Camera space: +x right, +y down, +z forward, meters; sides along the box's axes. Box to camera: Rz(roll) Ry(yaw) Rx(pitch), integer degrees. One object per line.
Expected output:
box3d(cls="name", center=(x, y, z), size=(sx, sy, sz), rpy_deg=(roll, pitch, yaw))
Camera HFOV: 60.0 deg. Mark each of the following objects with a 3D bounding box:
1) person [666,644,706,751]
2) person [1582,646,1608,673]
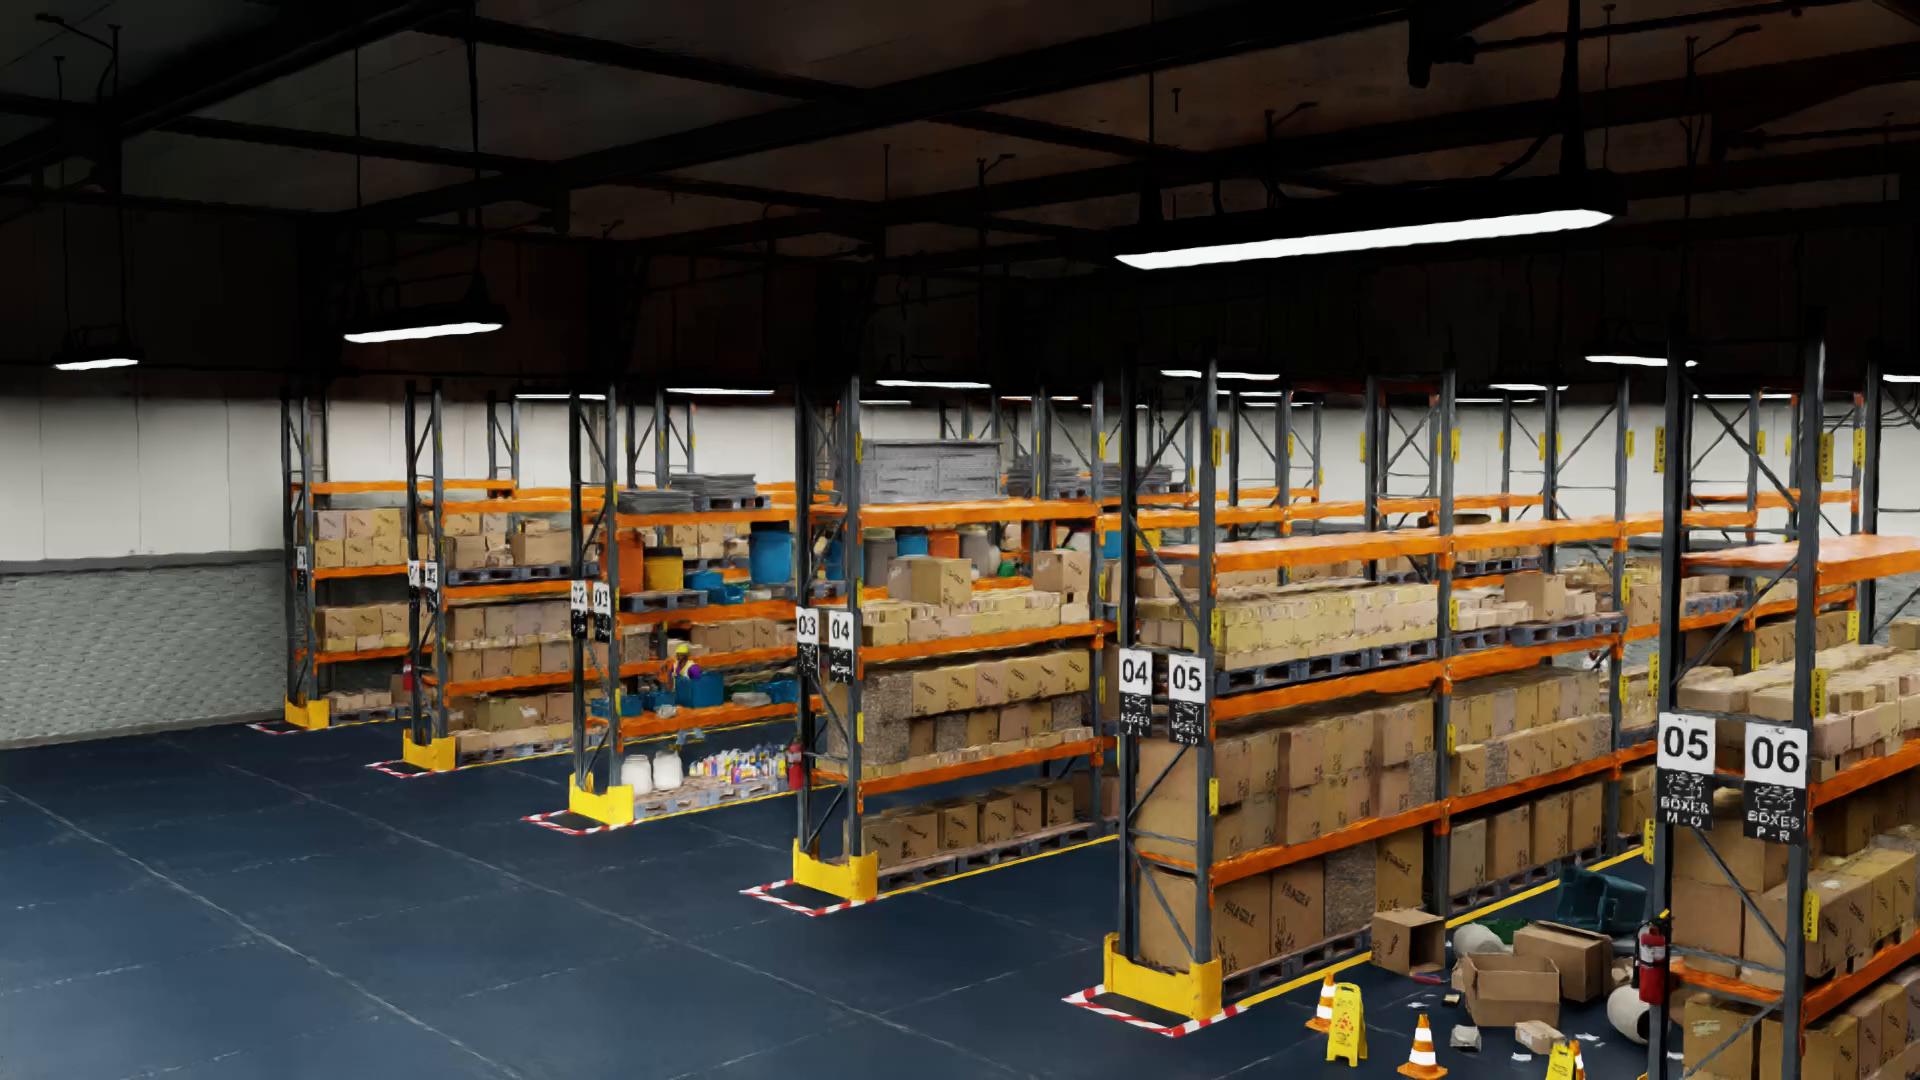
box3d(cls="person", center=(-4.538, 2.559, 27.289), size=(0.571, 1.708, 1.033), rpy_deg=(3, 5, 38))
box3d(cls="person", center=(10.851, 2.536, 28.433), size=(1.088, 1.589, 0.456), rpy_deg=(-3, 5, -41))
